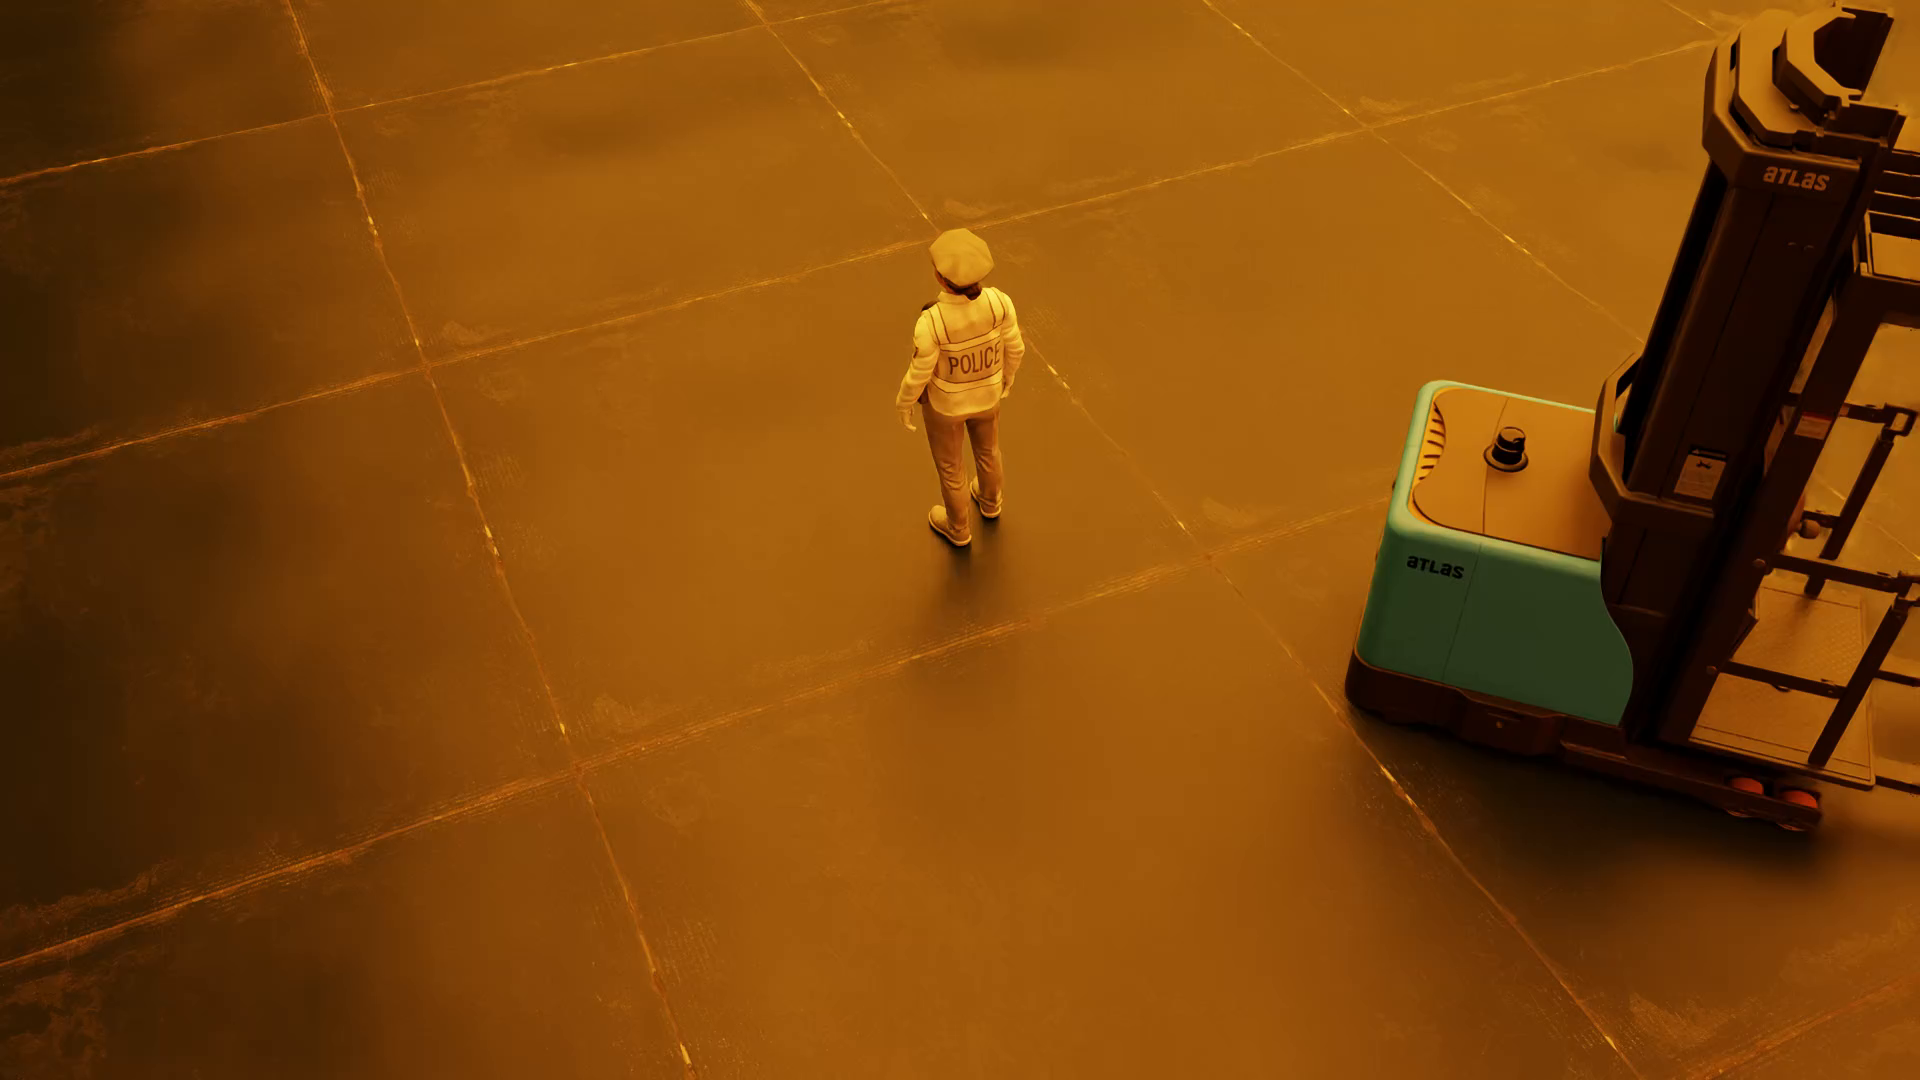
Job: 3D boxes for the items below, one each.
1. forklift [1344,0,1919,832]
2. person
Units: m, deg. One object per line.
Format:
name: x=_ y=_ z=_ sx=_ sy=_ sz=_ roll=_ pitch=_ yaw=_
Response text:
forklift: x=3.203 y=-0.331 z=6.035 sx=3.031 sy=2.935 sz=1.130 roll=14 pitch=45 yaw=14
person: x=-0.023 y=-0.669 z=7.293 sx=0.587 sy=1.694 sz=0.529 roll=-18 pitch=46 yaw=-18
